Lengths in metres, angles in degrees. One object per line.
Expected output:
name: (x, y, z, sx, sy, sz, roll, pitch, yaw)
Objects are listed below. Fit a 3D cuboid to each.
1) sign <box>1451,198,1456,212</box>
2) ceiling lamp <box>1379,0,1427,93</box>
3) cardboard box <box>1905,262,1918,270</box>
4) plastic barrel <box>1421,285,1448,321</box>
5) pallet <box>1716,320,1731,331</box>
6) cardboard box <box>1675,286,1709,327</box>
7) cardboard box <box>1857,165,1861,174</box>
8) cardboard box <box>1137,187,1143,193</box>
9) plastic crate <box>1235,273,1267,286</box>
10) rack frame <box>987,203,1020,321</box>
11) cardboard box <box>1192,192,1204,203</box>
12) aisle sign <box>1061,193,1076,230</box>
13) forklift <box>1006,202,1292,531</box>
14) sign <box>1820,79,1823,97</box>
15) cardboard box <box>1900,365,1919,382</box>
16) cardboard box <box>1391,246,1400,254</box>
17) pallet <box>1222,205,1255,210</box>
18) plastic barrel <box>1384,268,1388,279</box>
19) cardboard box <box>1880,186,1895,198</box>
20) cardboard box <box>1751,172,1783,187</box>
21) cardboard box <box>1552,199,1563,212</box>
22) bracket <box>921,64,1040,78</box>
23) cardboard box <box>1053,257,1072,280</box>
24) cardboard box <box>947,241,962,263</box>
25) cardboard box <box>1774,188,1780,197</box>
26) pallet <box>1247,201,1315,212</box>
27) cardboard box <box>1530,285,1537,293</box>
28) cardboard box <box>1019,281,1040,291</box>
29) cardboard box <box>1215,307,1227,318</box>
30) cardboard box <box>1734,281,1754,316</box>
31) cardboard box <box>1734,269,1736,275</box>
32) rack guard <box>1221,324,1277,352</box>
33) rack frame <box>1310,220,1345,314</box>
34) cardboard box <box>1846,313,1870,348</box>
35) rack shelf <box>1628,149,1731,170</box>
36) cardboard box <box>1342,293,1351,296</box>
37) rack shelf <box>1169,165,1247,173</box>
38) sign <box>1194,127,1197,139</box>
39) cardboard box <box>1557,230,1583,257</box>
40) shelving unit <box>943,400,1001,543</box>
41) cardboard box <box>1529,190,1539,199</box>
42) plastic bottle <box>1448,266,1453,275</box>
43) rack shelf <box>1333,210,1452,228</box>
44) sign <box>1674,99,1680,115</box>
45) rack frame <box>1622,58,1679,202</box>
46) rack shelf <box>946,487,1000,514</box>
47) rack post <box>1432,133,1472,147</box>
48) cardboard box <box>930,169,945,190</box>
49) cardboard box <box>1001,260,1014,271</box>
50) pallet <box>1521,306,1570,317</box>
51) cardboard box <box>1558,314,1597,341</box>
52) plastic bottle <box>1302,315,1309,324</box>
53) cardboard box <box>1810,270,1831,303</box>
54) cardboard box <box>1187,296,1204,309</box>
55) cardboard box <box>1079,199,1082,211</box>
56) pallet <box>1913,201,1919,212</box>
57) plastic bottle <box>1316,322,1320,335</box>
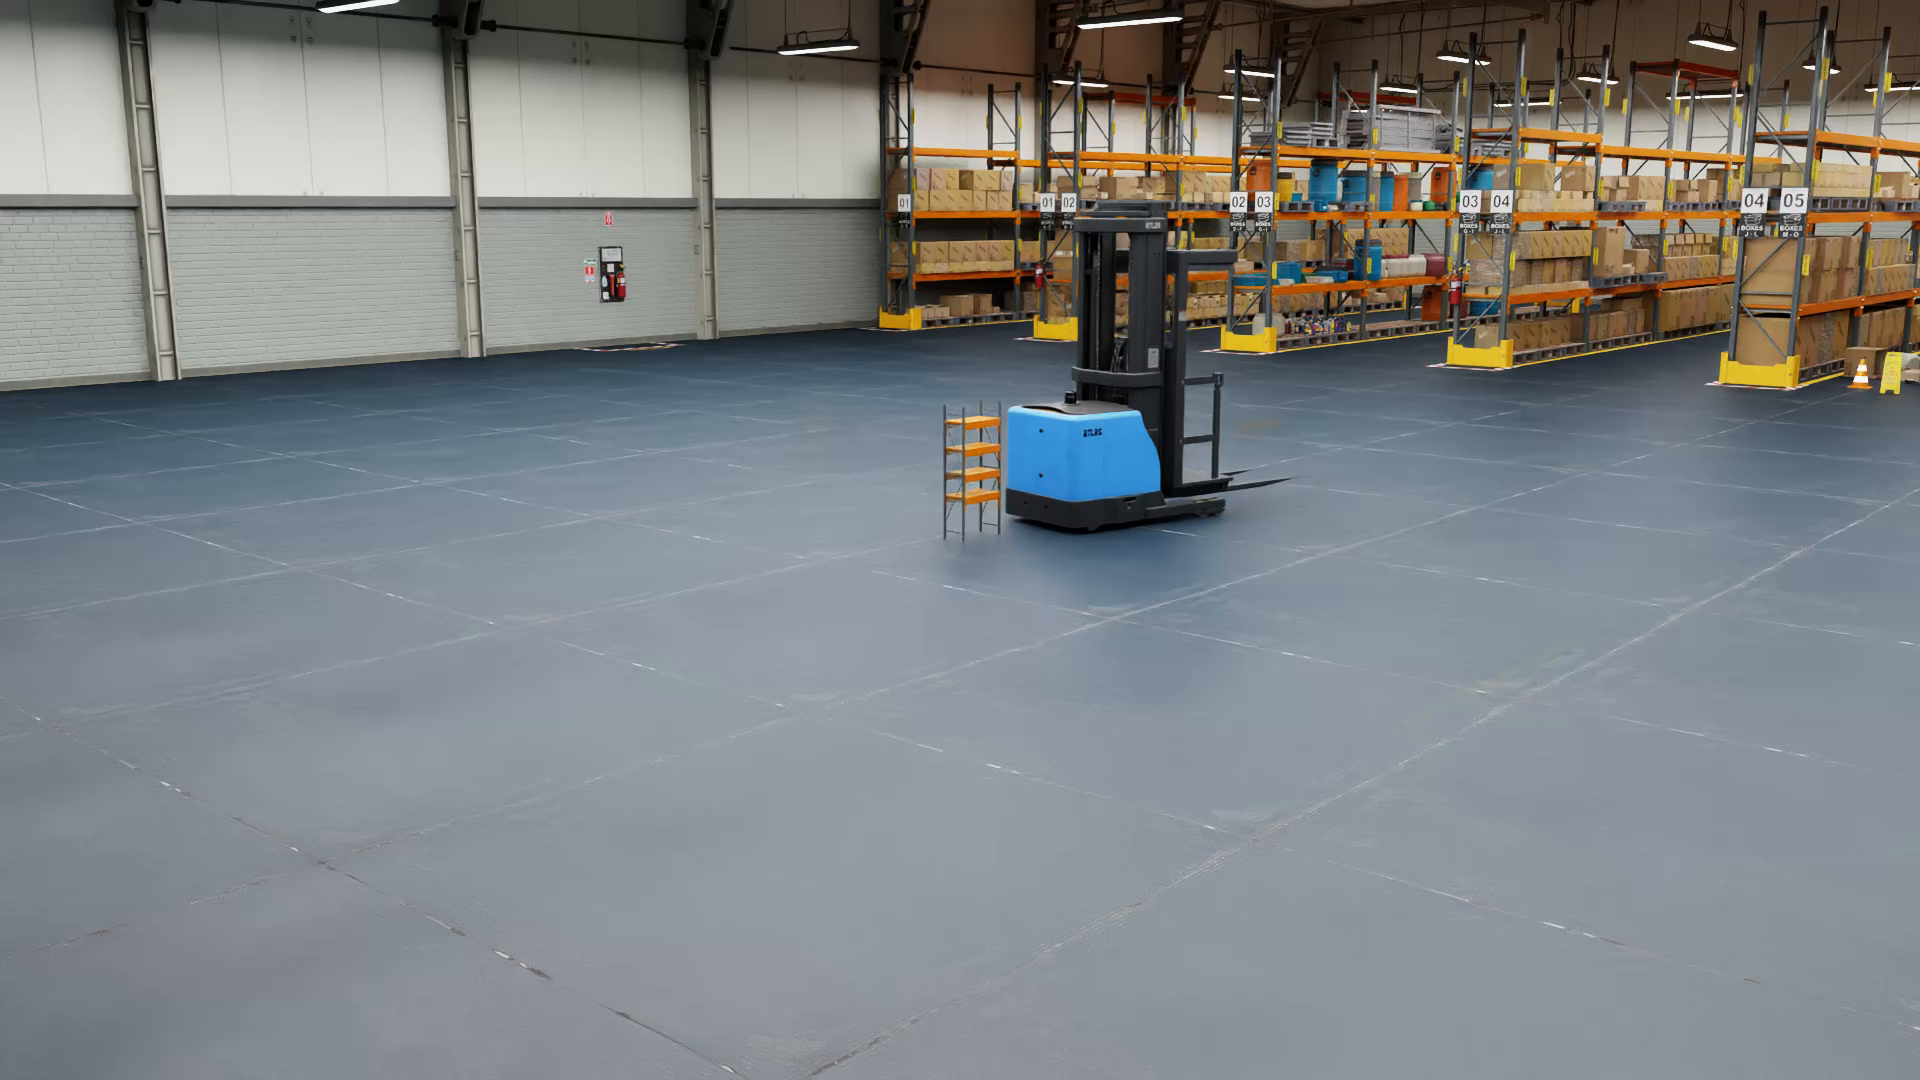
sign: (11.628, -7.894, 39.183, 0.100, 0.325, 0.005, 10, 15, 40)
ceiling lamp: (11.609, -13.105, 42.447, 0.800, 3.185, 2.000, 10, 15, 40)
cardboard box: (19.059, -5.521, 33.506, 0.380, 0.149, 0.250, 11, 15, 43)
plastic barrel: (11.520, -5.760, 40.360, 0.600, 0.830, 0.708, 10, 15, 40)
pallet: (18.132, -5.227, 40.340, 1.003, 0.211, 1.213, 10, 15, 40)
cardboard box: (16.574, -5.428, 38.581, 1.225, 0.875, 0.875, 9, 14, 38)
cardboard box: (15.449, -6.447, 28.951, 0.380, 0.149, 0.250, 10, 15, 41)
cardboard box: (3.964, -8.179, 39.142, 0.500, 0.311, 0.500, 9, 14, 37)
plastic crate: (6.035, -5.406, 34.501, 0.499, 0.251, 0.616, 10, 15, 40)
rack frame: (1.128, -7.236, 43.284, 1.000, 3.000, 0.127, 10, 15, 40)
cardboard box: (5.626, -8.370, 40.614, 0.500, 0.250, 0.500, 8, 14, 35)
aisle sign: (2.398, -7.234, 36.632, 0.394, 0.787, 0.004, 10, 15, 40)
forklift: (1.920, -1.721, 15.846, 3.031, 2.935, 1.130, -8, 14, -35)
sign: (15.534, -8.166, 30.035, 0.100, 0.325, 0.005, 10, 15, 40)
cardboard box: (16.198, -2.827, 28.189, 0.258, 0.266, 0.396, -9, 14, -38)
cardboard box: (12.342, -8.233, 48.019, 0.500, 0.500, 0.500, 10, 15, 41)
pallet: (7.111, -8.452, 42.193, 1.213, 0.211, 1.003, 11, 16, 43)
plastic barrel: (9.559, -6.063, 37.760, 0.301, 0.262, 0.301, 0, 11, 0)
cardboard box: (17.344, -6.567, 31.289, 0.396, 0.266, 0.258, 10, 15, 40)
cardboard box: (13.422, -5.977, 27.615, 0.500, 0.250, 0.500, 10, 15, 41)
cardboard box: (11.167, -6.388, 31.759, 0.500, 0.250, 0.500, 10, 15, 42)
bracket: (0.541, -11.964, 42.446, 0.076, 0.066, 4.783, 10, 15, 40)
cardboard box: (2.529, -6.124, 37.459, 0.700, 0.500, 0.500, 10, 15, 40)
cardboard box: (-0.292, -7.130, 41.168, 0.500, 0.500, 0.500, 9, 14, 39)
cardboard box: (13.441, -5.803, 27.762, 0.380, 0.149, 0.250, 10, 15, 41)
pallet: (6.549, -6.854, 34.195, 1.003, 0.211, 1.213, 10, 15, 40)
cardboard box: (10.692, -4.759, 31.522, 0.380, 0.149, 0.250, 10, 15, 40)
cardboard box: (1.889, -6.770, 44.292, 0.500, 0.250, 0.500, 9, 15, 39)
cardboard box: (6.318, -5.708, 41.578, 0.500, 0.250, 0.500, 10, 15, 41)
cardboard box: (19.248, -6.006, 41.477, 0.875, 0.875, 0.875, 10, 15, 40)
cardboard box: (18.535, -6.486, 40.167, 0.380, 0.149, 0.250, 9, 15, 39)
rack guard: (5.944, -4.159, 34.255, 1.175, 0.500, 0.348, 10, 15, 40)
rack frame: (10.132, -7.774, 45.973, 1.000, 3.000, 0.127, 10, 15, 40)
cardboard box: (16.291, -3.865, 31.074, 1.050, 0.750, 0.750, 10, 15, 40)
rack shelf: (16.251, -8.591, 37.606, 1.077, 0.370, 4.000, 10, 15, 40)
cardboard box: (10.790, -6.902, 47.349, 0.500, 0.311, 0.500, 10, 15, 40)
rack shelf: (7.729, -11.101, 50.172, 1.077, 0.370, 4.000, 10, 15, 40)
sign: (6.824, -11.784, 48.147, 0.100, 0.325, 0.005, 10, 15, 40)
cardboard box: (11.871, -5.825, 32.649, 0.500, 0.500, 0.500, 10, 15, 40)
shelving unit: (0.109, -0.613, 14.716, 0.258, 1.200, 0.503, 10, 15, 40)
cardboard box: (10.556, -6.440, 31.002, 0.380, 0.149, 0.250, 11, 15, 43)
plastic bottle: (11.738, -6.505, 39.939, 0.152, 0.276, 0.135, 10, 15, 40)
rack shelf: (9.890, -7.368, 38.121, 1.077, 0.370, 4.000, 10, 15, 40)
sign: (15.345, -9.274, 35.580, 0.100, 0.325, 0.005, 10, 15, 40)
rack frame: (14.931, -8.846, 36.023, 1.000, 3.000, 0.127, 10, 15, 40)
rack shelf: (0.109, -0.352, 14.768, 0.258, 0.148, 0.480, 10, 15, 40)
rack post: (11.657, -9.561, 39.797, 0.954, 0.300, 0.937, 10, 15, 40)
cardboard box: (-0.707, -8.761, 40.397, 0.500, 0.500, 0.500, 10, 15, 40)
cardboard box: (1.043, -7.064, 42.751, 0.500, 0.250, 0.500, 10, 15, 40)
pallet: (15.917, -6.237, 45.401, 1.003, 0.211, 1.213, 10, 15, 40)
cardboard box: (12.712, -4.393, 34.305, 0.700, 0.500, 0.500, 8, 14, 36)
plastic bottle: (7.600, -4.779, 36.622, 0.144, 0.351, 0.185, 9, 14, 38)
cardboard box: (14.330, -4.354, 28.471, 0.875, 0.550, 0.550, 10, 15, 40)
cardboard box: (5.646, -5.831, 40.762, 0.500, 0.311, 0.500, 10, 15, 40)
cardboard box: (2.843, -9.178, 45.029, 0.637, 0.503, 0.797, -10, 15, -40)
pallet: (18.204, -6.524, 32.542, 1.213, 0.211, 1.003, 11, 16, 43)
plastic bottle: (7.652, -4.536, 35.608, 0.097, 0.271, 0.097, 0, 11, 0)
